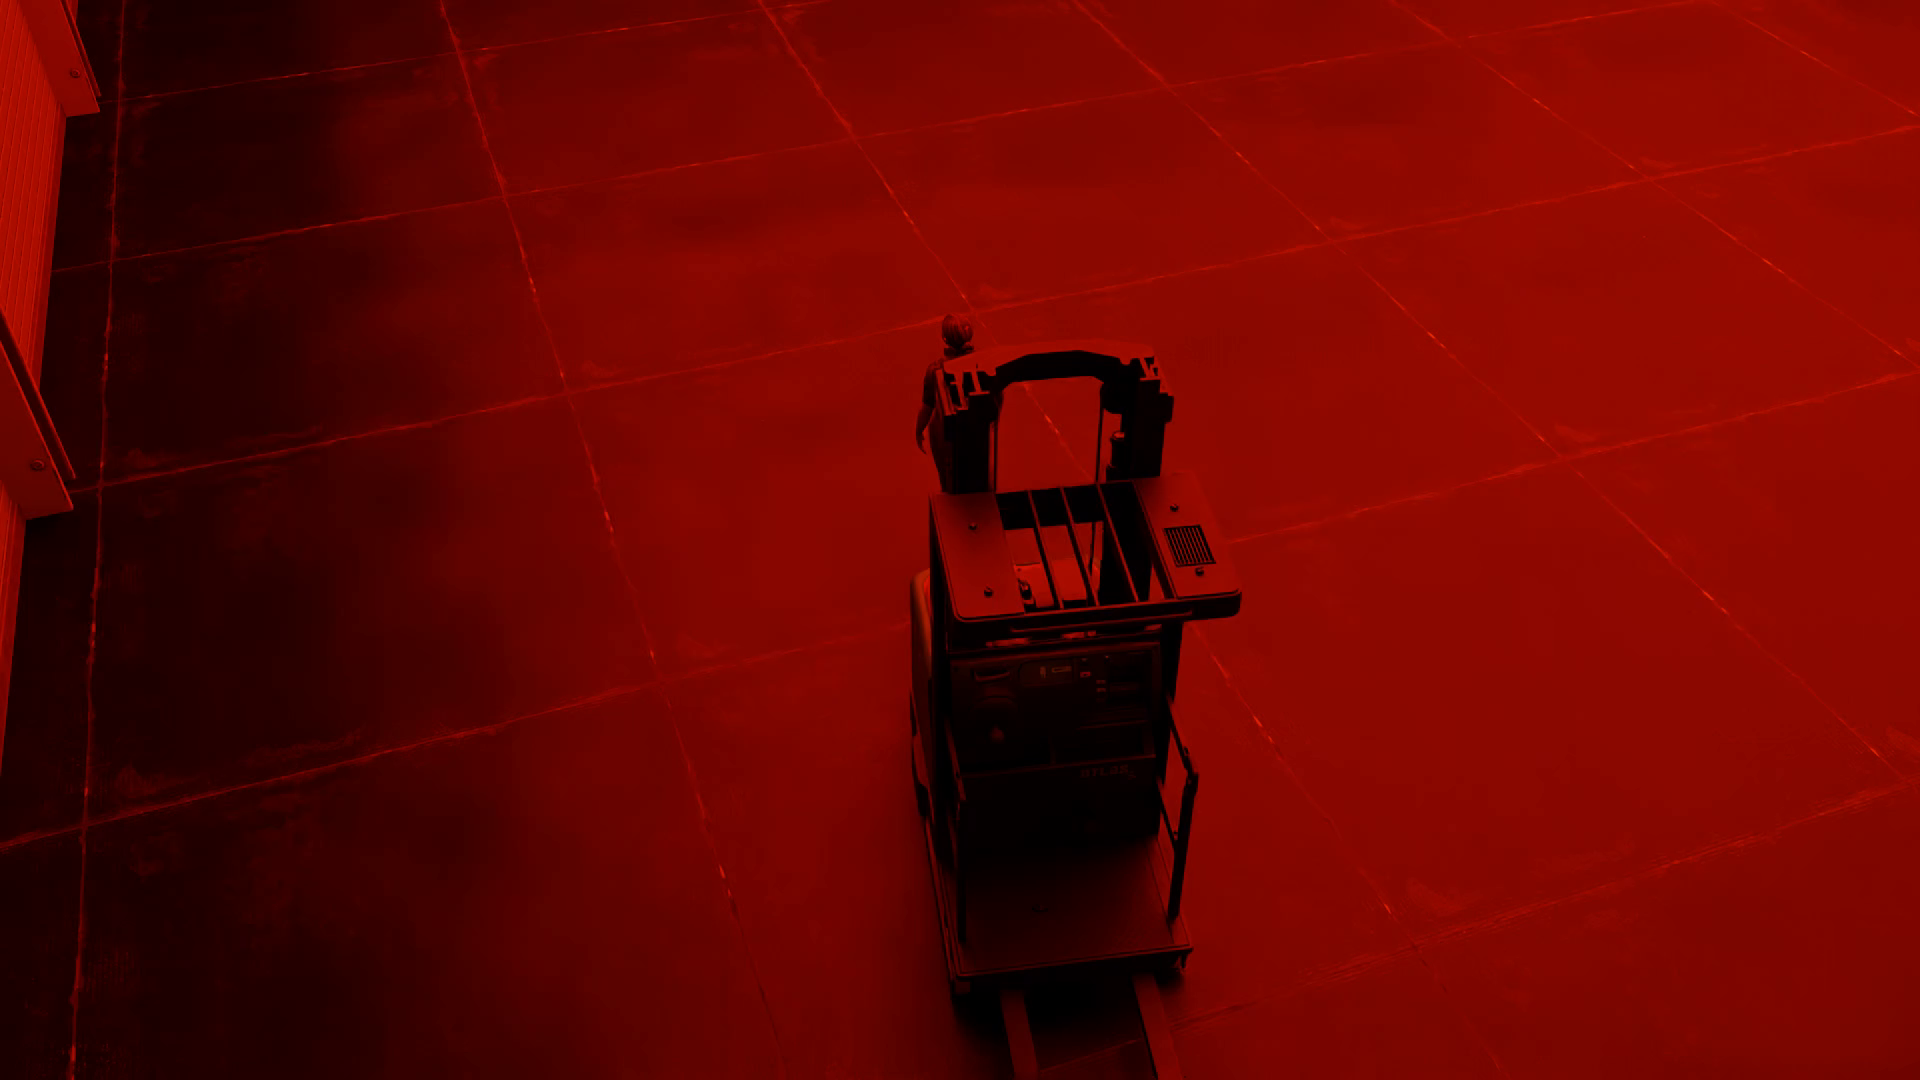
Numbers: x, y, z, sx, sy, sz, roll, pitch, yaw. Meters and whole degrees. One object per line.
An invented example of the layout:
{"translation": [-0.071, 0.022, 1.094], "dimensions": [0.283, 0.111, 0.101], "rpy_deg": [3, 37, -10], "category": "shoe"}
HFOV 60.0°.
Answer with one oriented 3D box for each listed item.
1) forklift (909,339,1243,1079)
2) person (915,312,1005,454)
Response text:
{"translation": [0.456, 0.745, 7.109], "dimensions": [1.130, 2.935, 3.031], "rpy_deg": [-5, 40, -6], "category": "forklift"}
{"translation": [-0.012, -0.696, 9.808], "dimensions": [0.570, 1.656, 0.503], "rpy_deg": [-13, 42, -15], "category": "person"}
